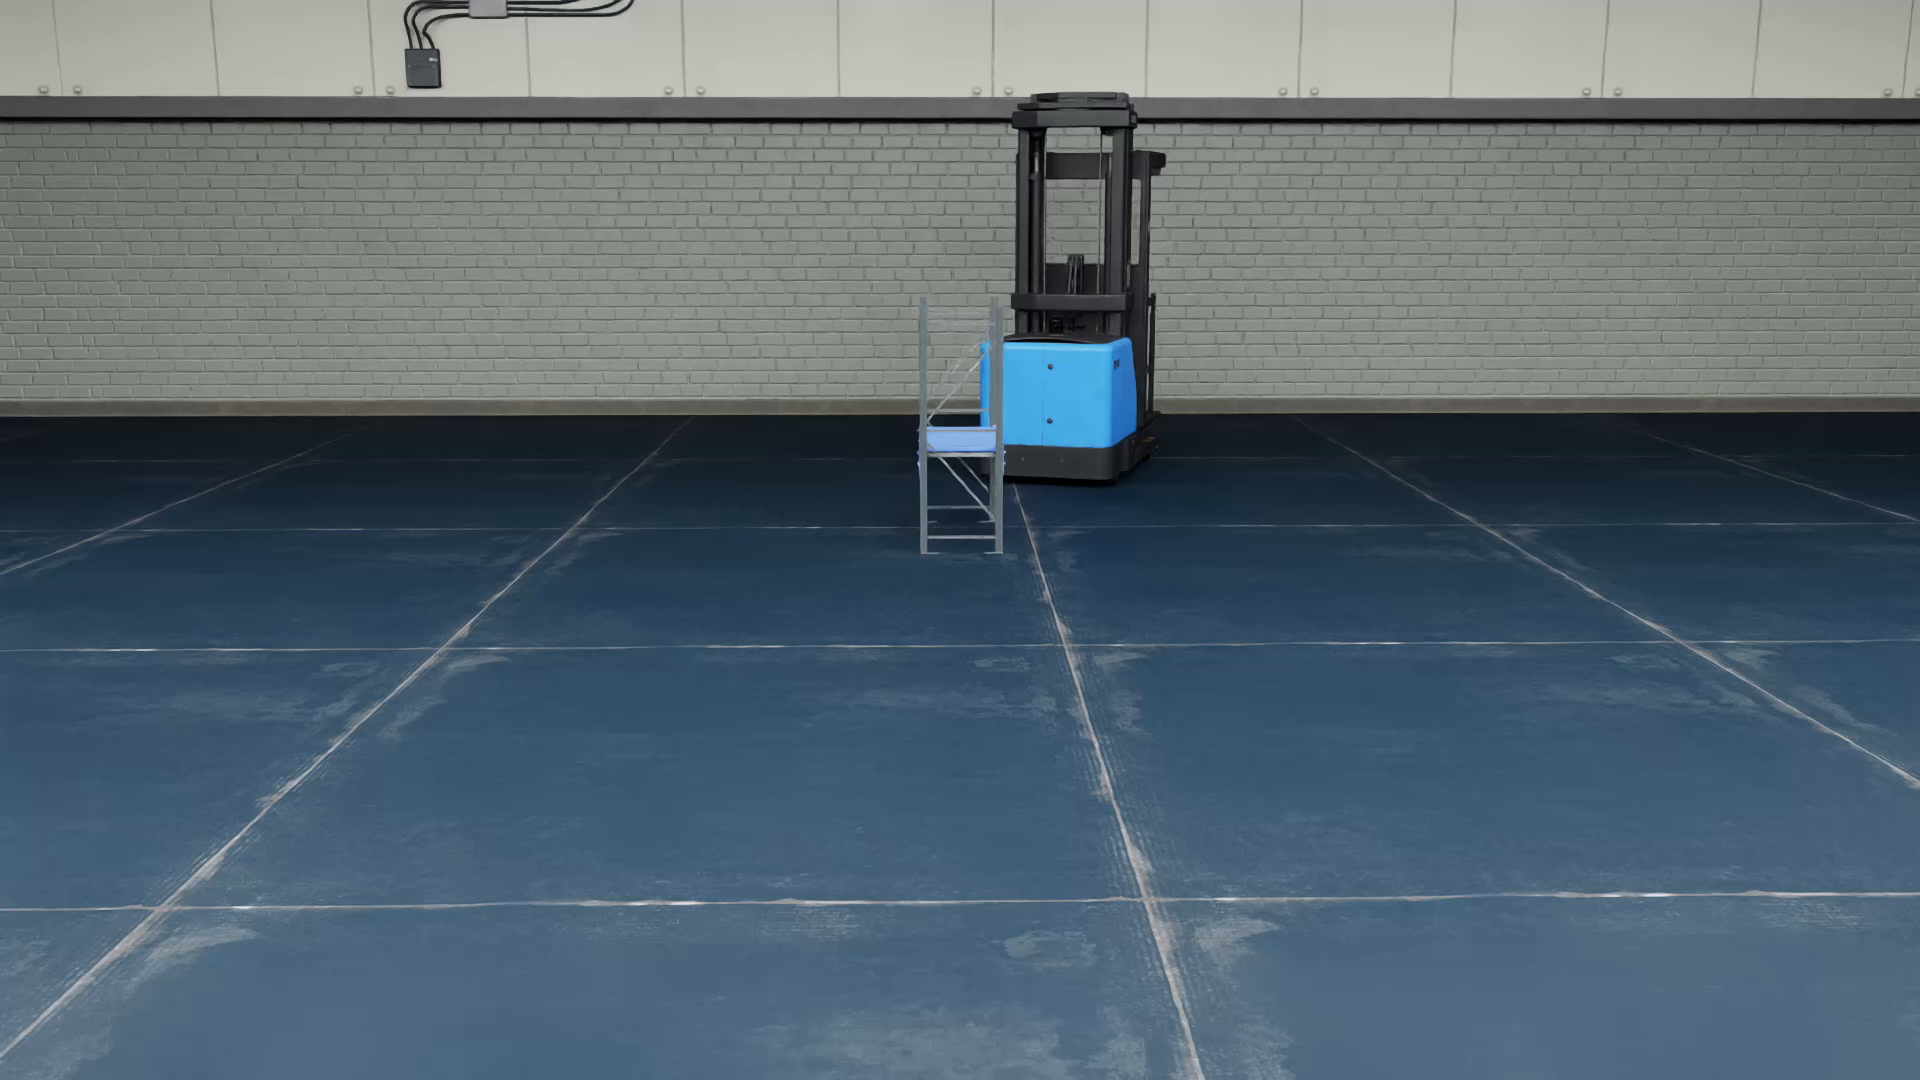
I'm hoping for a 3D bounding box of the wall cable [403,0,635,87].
[{"bbox_3d":[-4.175,-7.324,15.476,2.305,6.003,0.169,0,11,-1],"label":"wall cable"}]

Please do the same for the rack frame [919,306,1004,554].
[{"bbox_3d":[0.009,-0.651,9.995,0.500,1.500,0.032,0,11,-1],"label":"rack frame"}]

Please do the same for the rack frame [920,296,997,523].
[{"bbox_3d":[-0.012,-0.853,10.992,0.500,1.500,0.032,0,11,-1],"label":"rack frame"}]

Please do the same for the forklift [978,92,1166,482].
[{"bbox_3d":[1.055,-2.127,13.672,1.130,2.935,3.031,3,12,17],"label":"forklift"}]

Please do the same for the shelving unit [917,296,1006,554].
[{"bbox_3d":[-0.002,-0.752,10.494,0.538,1.500,1.048,0,11,-1],"label":"shelving unit"}]

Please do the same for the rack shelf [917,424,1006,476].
[{"bbox_3d":[-0.002,-0.576,10.529,0.538,0.185,1.000,0,11,-1],"label":"rack shelf"}]
